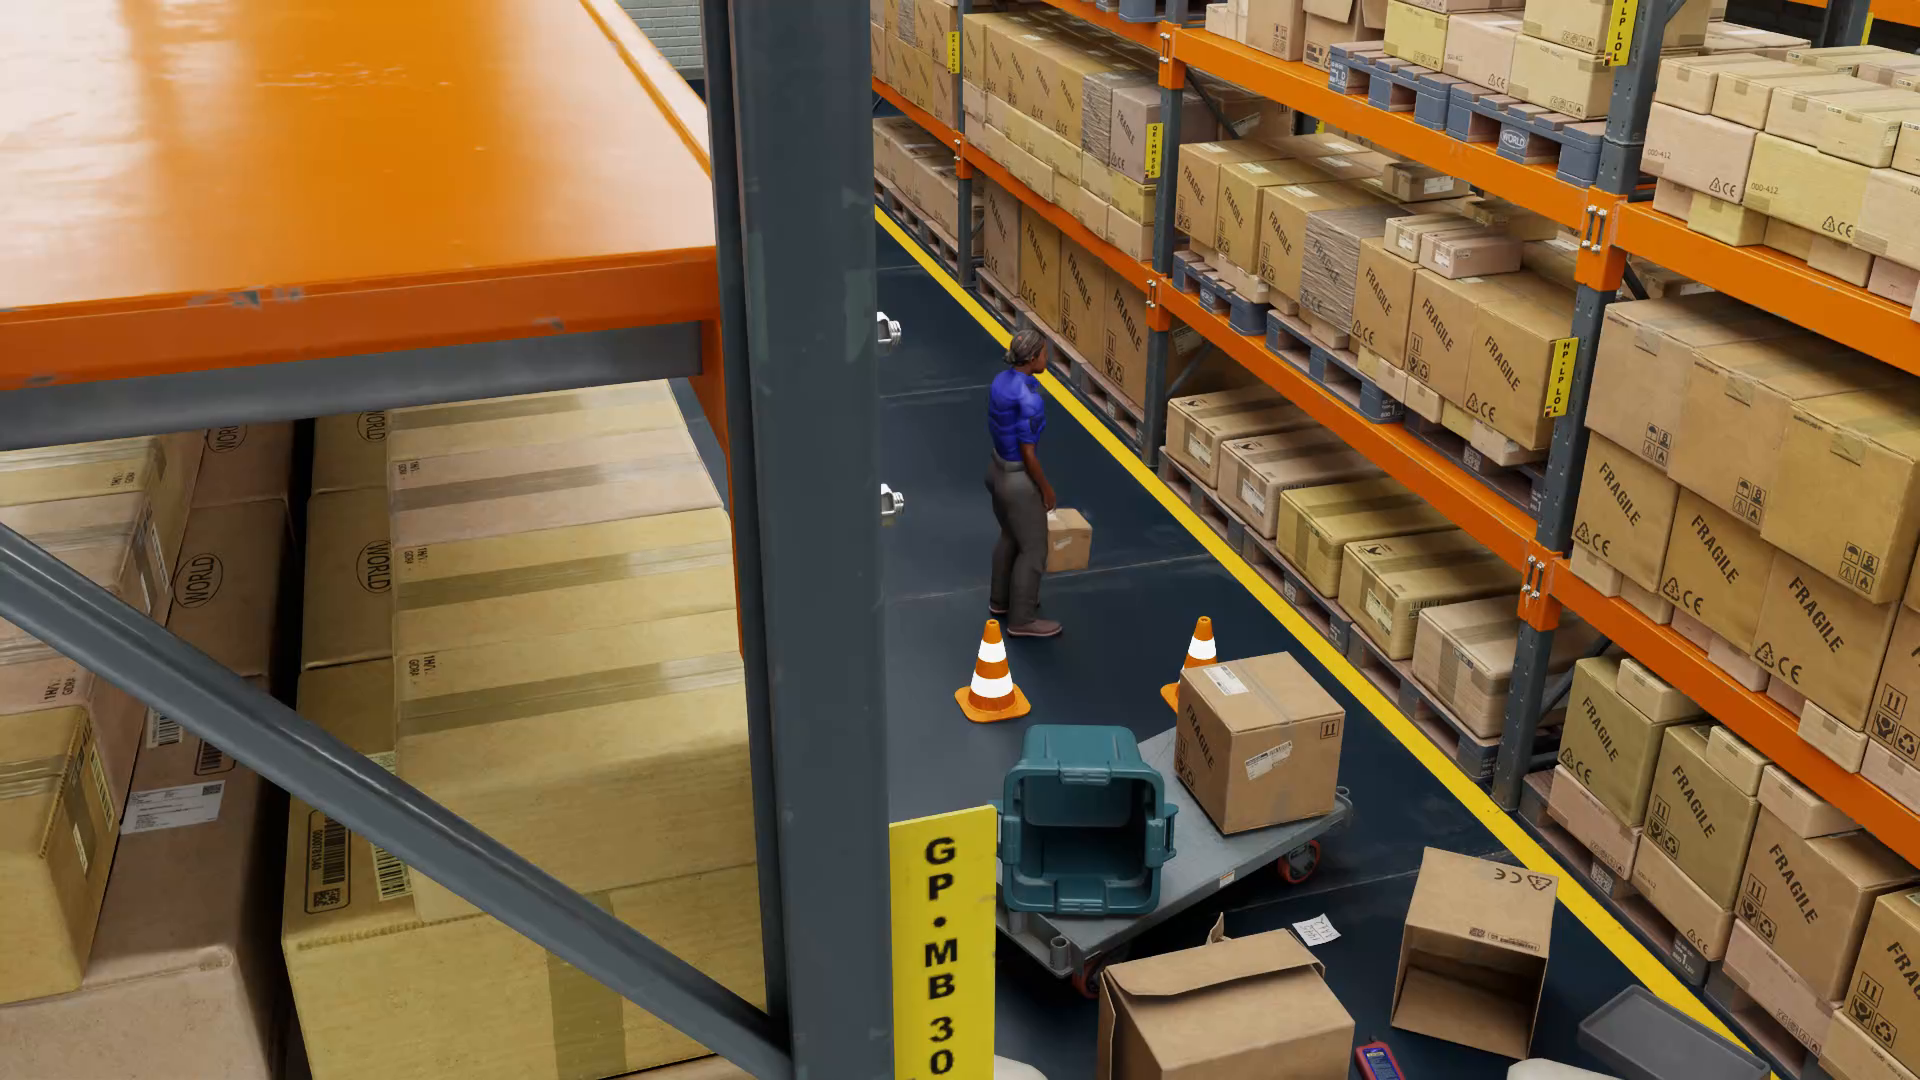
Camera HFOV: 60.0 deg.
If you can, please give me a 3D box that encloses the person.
[{"bbox_3d":[0.321,-0.305,8.732,0.345,1.654,0.495,-9,28,-17],"label":"person"}]
